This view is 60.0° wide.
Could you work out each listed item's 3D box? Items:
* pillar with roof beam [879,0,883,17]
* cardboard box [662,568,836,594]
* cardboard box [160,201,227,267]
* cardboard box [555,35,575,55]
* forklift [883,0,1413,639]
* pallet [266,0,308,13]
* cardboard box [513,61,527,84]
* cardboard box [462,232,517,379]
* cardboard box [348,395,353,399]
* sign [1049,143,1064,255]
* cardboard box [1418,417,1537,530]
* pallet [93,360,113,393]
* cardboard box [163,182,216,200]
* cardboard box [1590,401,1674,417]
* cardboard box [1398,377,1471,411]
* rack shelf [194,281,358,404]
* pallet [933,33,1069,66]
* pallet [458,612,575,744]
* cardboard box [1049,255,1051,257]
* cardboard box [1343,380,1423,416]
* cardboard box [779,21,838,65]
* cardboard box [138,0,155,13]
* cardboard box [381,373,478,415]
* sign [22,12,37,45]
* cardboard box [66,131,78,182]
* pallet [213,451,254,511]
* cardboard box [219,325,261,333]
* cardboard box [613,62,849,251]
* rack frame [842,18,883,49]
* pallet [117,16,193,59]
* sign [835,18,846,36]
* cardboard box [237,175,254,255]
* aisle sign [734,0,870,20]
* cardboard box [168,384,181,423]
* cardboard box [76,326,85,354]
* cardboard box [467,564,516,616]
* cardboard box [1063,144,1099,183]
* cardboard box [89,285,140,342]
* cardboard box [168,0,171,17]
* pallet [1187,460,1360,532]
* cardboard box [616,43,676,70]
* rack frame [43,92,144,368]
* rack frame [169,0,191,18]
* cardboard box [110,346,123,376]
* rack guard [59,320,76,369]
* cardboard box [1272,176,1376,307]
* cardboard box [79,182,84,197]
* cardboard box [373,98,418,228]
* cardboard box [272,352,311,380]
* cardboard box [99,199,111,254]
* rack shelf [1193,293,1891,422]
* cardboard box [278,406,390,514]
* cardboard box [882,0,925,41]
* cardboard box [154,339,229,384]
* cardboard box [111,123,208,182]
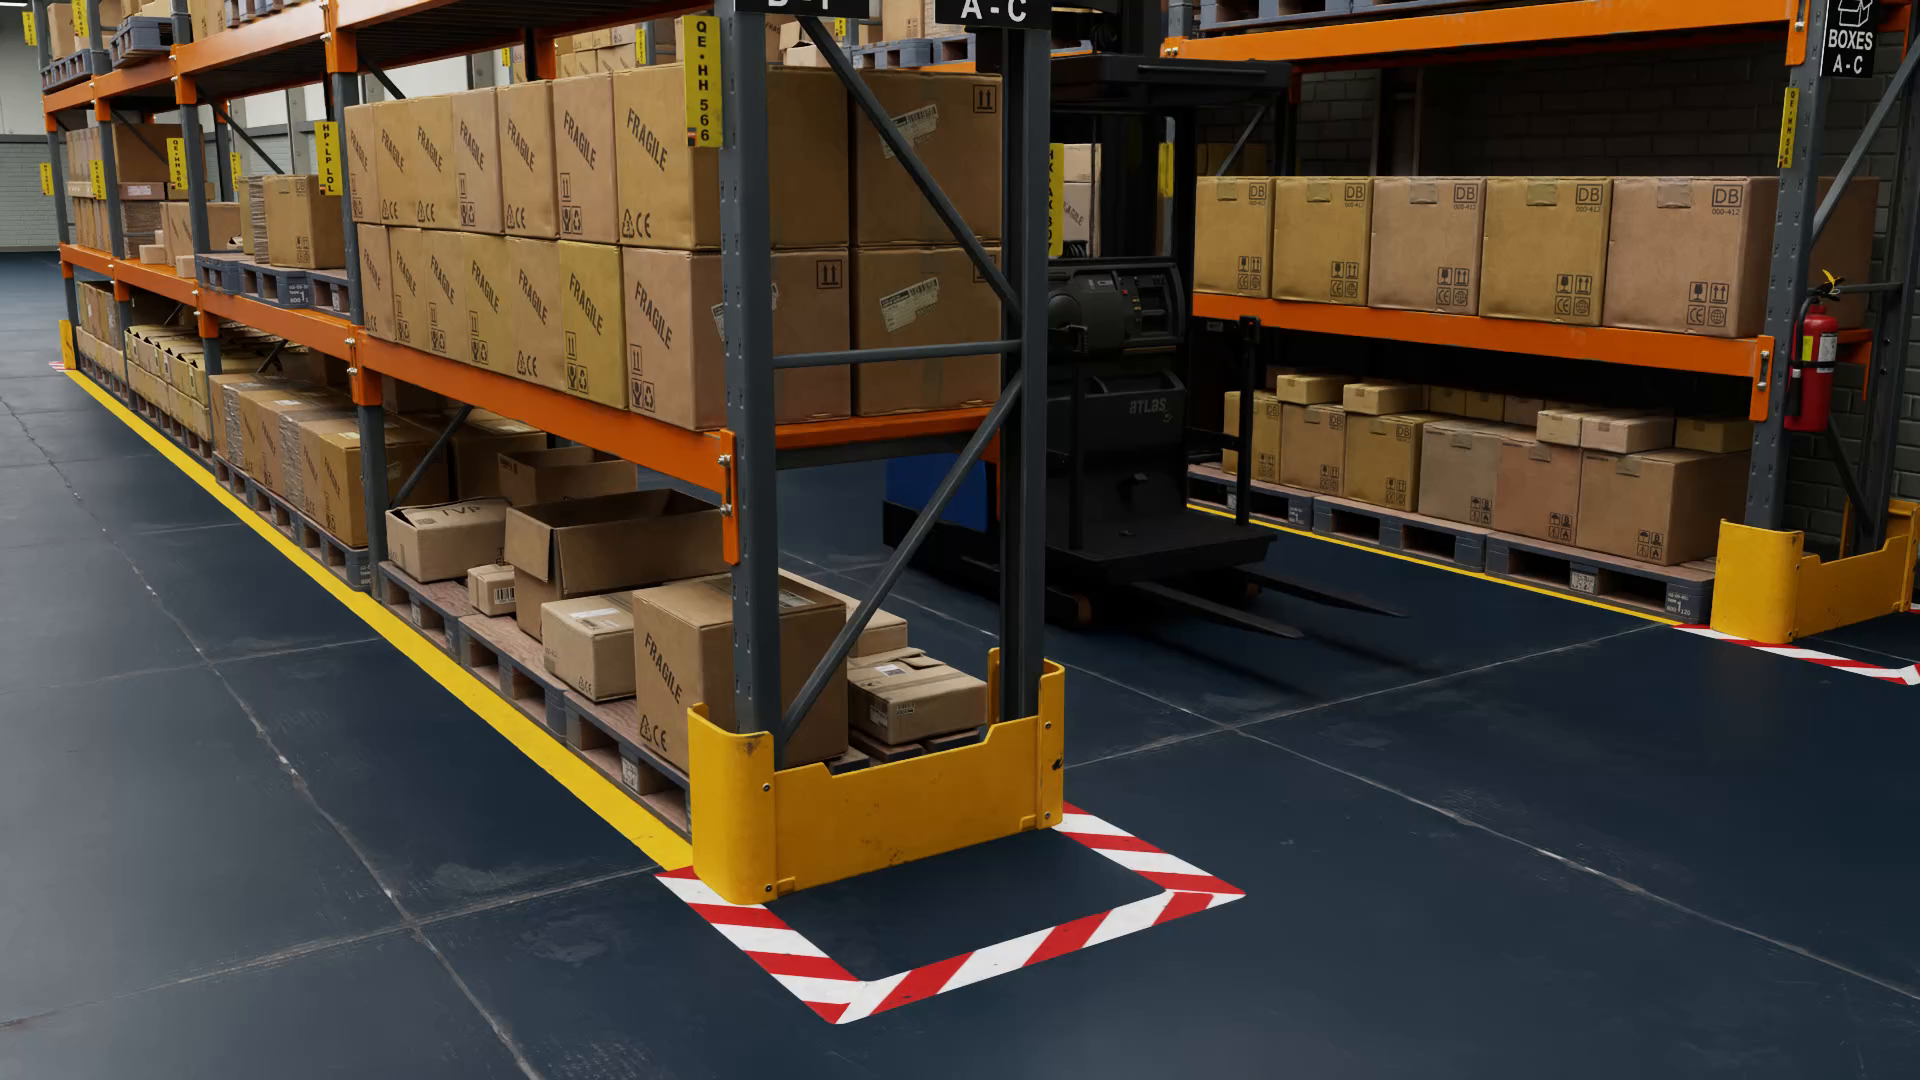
[{"bbox_3d":[-4.082,-5.284,12.462,9.100,9.000,0.400,-8,15,-33],"label":"pillar with roof beam"},{"bbox_3d":[-0.807,0.300,6.373,0.500,0.250,0.500,-8,15,-33],"label":"cardboard box"},{"bbox_3d":[-6.132,-2.471,13.404,0.500,0.500,0.500,-7,14,-29],"label":"cardboard box"},{"bbox_3d":[-4.390,-5.683,18.683,0.500,0.500,0.500,-8,14,-31],"label":"cardboard box"},{"bbox_3d":[0.795,-1.140,7.714,1.130,2.935,3.031,-8,14,-31],"label":"forklift"},{"bbox_3d":[-2.707,-2.729,8.238,1.213,0.211,1.003,-8,15,-33],"label":"pallet"},{"bbox_3d":[-4.953,-5.387,19.673,0.500,0.500,0.500,-8,14,-31],"label":"cardboard box"},{"bbox_3d":[-1.504,-0.887,6.162,0.500,0.500,0.500,-8,15,-34],"label":"cardboard box"},{"bbox_3d":[-3.324,-0.613,9.965,0.500,0.500,0.500,-9,15,-35],"label":"cardboard box"},{"bbox_3d":[0.264,-1.007,4.919,0.100,0.325,0.005,-8,15,-33],"label":"sign"},{"bbox_3d":[2.907,-0.382,8.954,0.700,0.500,0.500,-9,15,-35],"label":"cardboard box"},{"bbox_3d":[-7.922,-1.655,16.437,1.003,0.211,1.213,-8,15,-33],"label":"pallet"},{"bbox_3d":[-6.824,-3.090,14.720,0.380,0.149,0.250,-8,15,-33],"label":"cardboard box"},{"bbox_3d":[3.418,-0.612,8.488,0.380,0.149,0.250,-8,15,-33],"label":"cardboard box"},{"bbox_3d":[2.711,-0.838,9.522,0.380,0.149,0.250,-8,15,-32],"label":"cardboard box"},{"bbox_3d":[-3.512,-1.235,9.674,1.077,0.370,4.000,-8,15,-33],"label":"rack shelf"},{"bbox_3d":[0.525,-3.596,12.205,1.003,0.211,1.213,-7,14,-30],"label":"pallet"},{"bbox_3d":[-1.344,0.471,6.716,1.003,0.211,1.213,-8,15,-33],"label":"pallet"},{"bbox_3d":[0.690,-2.254,11.672,0.500,0.500,0.500,-8,15,-33],"label":"cardboard box"},{"bbox_3d":[2.374,-0.799,9.342,0.380,0.149,0.250,-9,15,-34],"label":"cardboard box"},{"bbox_3d":[-1.139,-4.297,14.679,0.797,0.503,0.637,-6,14,-25],"label":"cardboard box"},{"bbox_3d":[-6.192,-4.405,13.074,0.500,0.500,0.500,-6,14,-27],"label":"cardboard box"},{"bbox_3d":[-3.023,-0.884,9.449,0.500,0.250,0.500,-8,15,-33],"label":"cardboard box"},{"bbox_3d":[-9.518,-5.232,17.012,0.100,0.325,0.005,-8,15,-33],"label":"sign"},{"bbox_3d":[-8.775,-3.954,17.151,0.700,0.500,0.500,-8,15,-33],"label":"cardboard box"},{"bbox_3d":[-4.238,-0.443,10.894,1.003,0.211,1.213,-8,15,-33],"label":"pallet"},{"bbox_3d":[-6.080,-1.660,14.072,0.500,0.311,0.500,-8,14,-31],"label":"cardboard box"},{"bbox_3d":[-0.663,-1.104,4.813,0.500,0.500,0.500,-8,15,-33],"label":"cardboard box"},{"bbox_3d":[-0.498,-5.460,13.267,1.000,3.000,0.127,-8,15,-33],"label":"rack frame"},{"bbox_3d":[-5.070,-3.426,11.427,1.213,0.211,1.003,-7,14,-30],"label":"pallet"},{"bbox_3d":[-0.951,-4.184,13.240,0.100,0.325,0.005,-8,15,-33],"label":"sign"},{"bbox_3d":[-4.177,-2.098,10.717,0.500,0.500,0.700,9,15,36],"label":"cardboard box"},{"bbox_3d":[-0.405,-1.741,4.218,0.394,0.787,0.004,-8,15,-33],"label":"aisle sign"},{"bbox_3d":[-5.679,-1.050,12.596,0.500,0.250,0.500,-8,15,-31],"label":"cardboard box"},{"bbox_3d":[-8.940,-2.106,17.422,0.500,0.250,0.500,-8,15,-33],"label":"cardboard box"},{"bbox_3d":[-1.864,0.191,7.070,0.380,0.166,0.250,-8,15,-33],"label":"cardboard box"},{"bbox_3d":[0.971,-2.533,11.192,0.500,0.250,0.500,-8,15,-32],"label":"cardboard box"},{"bbox_3d":[-8.112,-2.205,16.120,0.500,0.500,0.500,-8,15,-33],"label":"cardboard box"},{"bbox_3d":[-5.224,-3.705,11.629,0.500,0.250,0.500,-8,14,-31],"label":"cardboard box"},{"bbox_3d":[2.074,-0.311,10.292,1.003,0.211,1.213,-8,15,-33],"label":"pallet"},{"bbox_3d":[-3.201,-4.826,17.106,0.500,0.500,0.500,-8,14,-31],"label":"cardboard box"},{"bbox_3d":[-9.052,-3.365,17.730,1.000,3.000,0.127,-8,15,-33],"label":"rack frame"},{"bbox_3d":[-4.620,-4.873,10.583,1.000,3.000,0.127,-8,15,-33],"label":"rack frame"},{"bbox_3d":[-7.544,-1.663,15.396,0.500,0.250,0.500,-8,15,-33],"label":"cardboard box"},{"bbox_3d":[-9.066,-2.148,18.016,1.175,0.500,0.348,-8,15,-33],"label":"rack guard"},{"bbox_3d":[2.405,-1.736,9.576,0.980,0.700,0.700,-9,15,-34],"label":"cardboard box"},{"bbox_3d":[-8.441,-3.452,16.375,0.380,0.149,0.250,-9,15,-35],"label":"cardboard box"},{"bbox_3d":[-2.091,-1.560,6.898,0.500,0.500,0.500,-9,15,-35],"label":"cardboard box"},{"bbox_3d":[-4.666,-1.206,11.997,0.500,0.311,0.500,-8,14,-31],"label":"cardboard box"},{"bbox_3d":[-7.660,-2.964,15.659,0.700,0.500,0.500,-8,15,-32],"label":"cardboard box"},{"bbox_3d":[2.826,-1.111,9.105,1.077,0.370,4.000,-8,15,-33],"label":"rack shelf"},{"bbox_3d":[-3.460,-0.457,9.251,0.500,0.500,0.500,-8,15,-32],"label":"cardboard box"},{"bbox_3d":[-0.187,-4.181,13.174,0.700,0.500,0.500,-10,16,-37],"label":"cardboard box"},{"bbox_3d":[-5.962,-1.414,12.945,0.500,0.311,0.500,-8,14,-31],"label":"cardboard box"},{"bbox_3d":[-7.087,-3.415,14.685,0.700,0.500,0.500,-8,15,-32],"label":"cardboard box"}]
